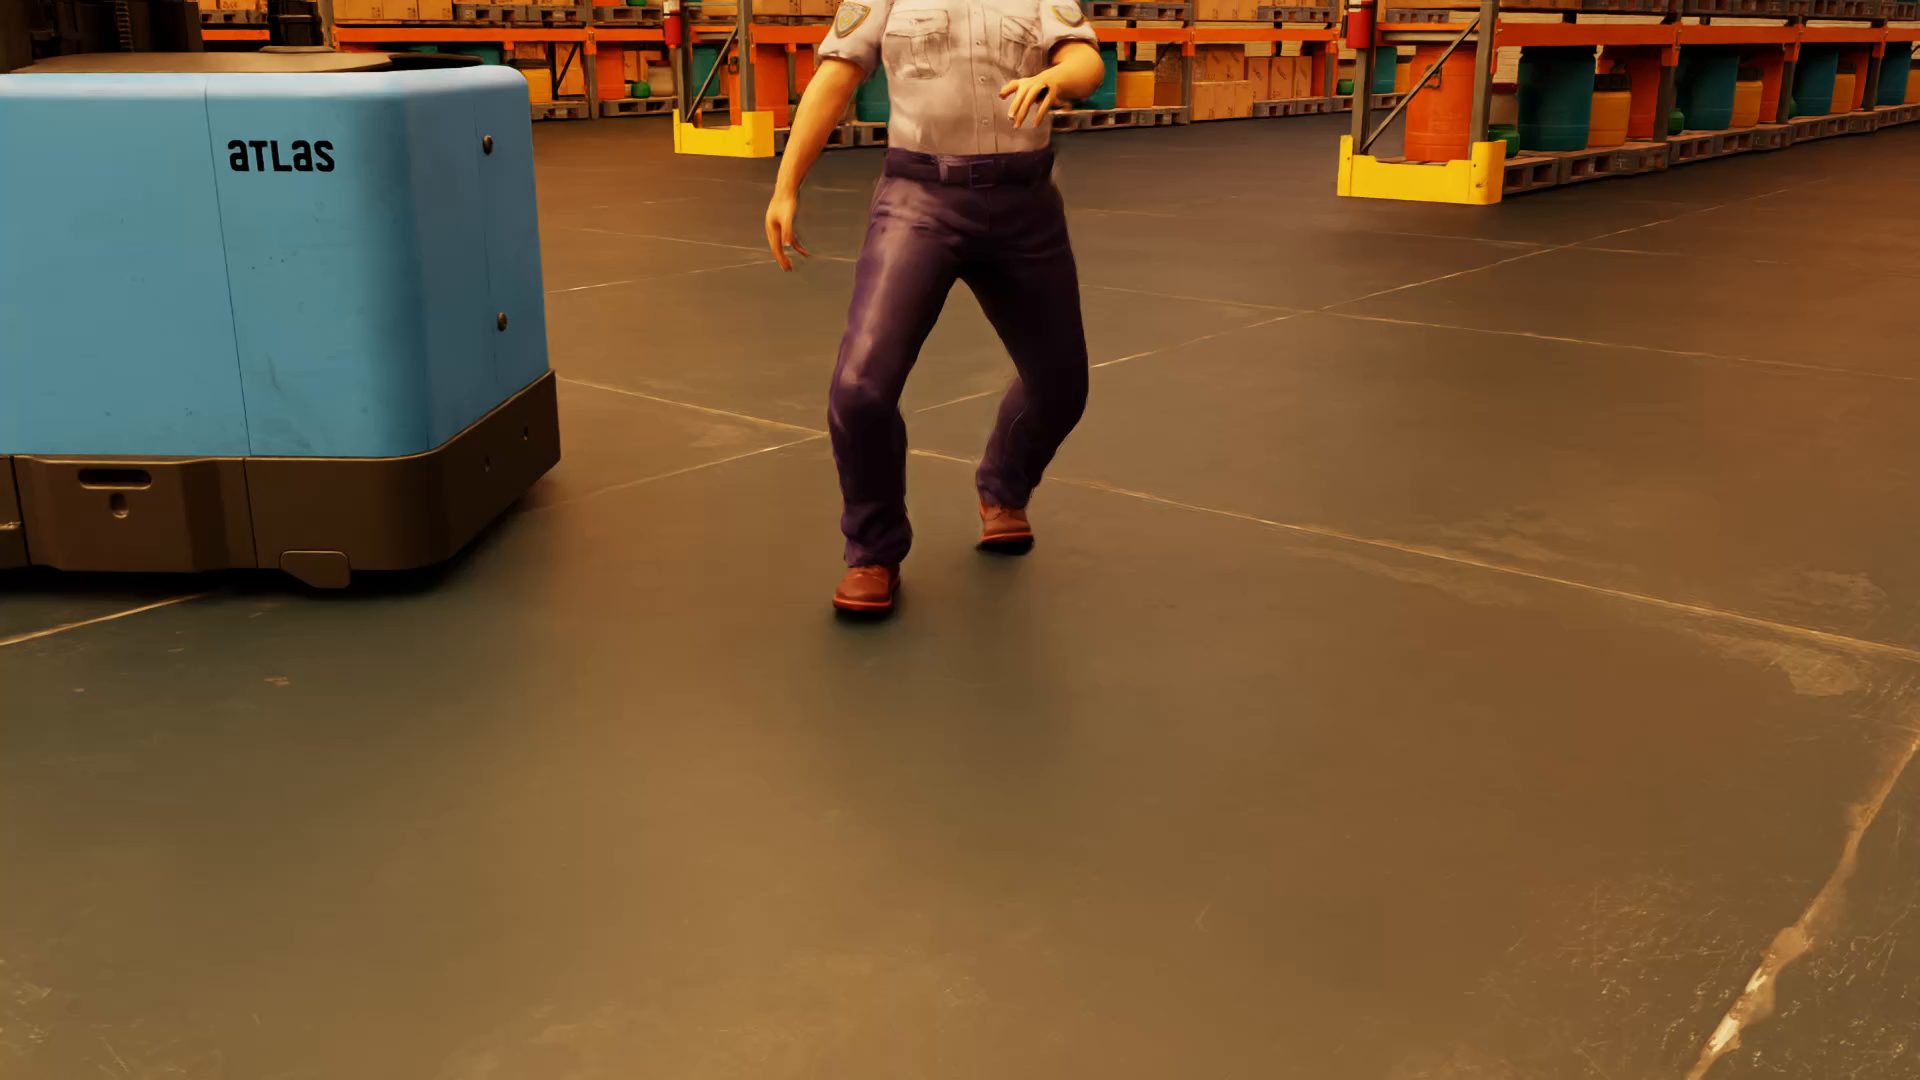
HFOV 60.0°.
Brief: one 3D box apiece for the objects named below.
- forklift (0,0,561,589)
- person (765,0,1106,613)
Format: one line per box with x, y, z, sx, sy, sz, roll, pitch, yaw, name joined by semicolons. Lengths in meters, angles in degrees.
-2.586;-1.439;3.637;3.031;2.935;1.130;1;17;2;forklift
-0.035;-0.642;3.413;0.719;1.532;0.811;-6;18;-20;person
